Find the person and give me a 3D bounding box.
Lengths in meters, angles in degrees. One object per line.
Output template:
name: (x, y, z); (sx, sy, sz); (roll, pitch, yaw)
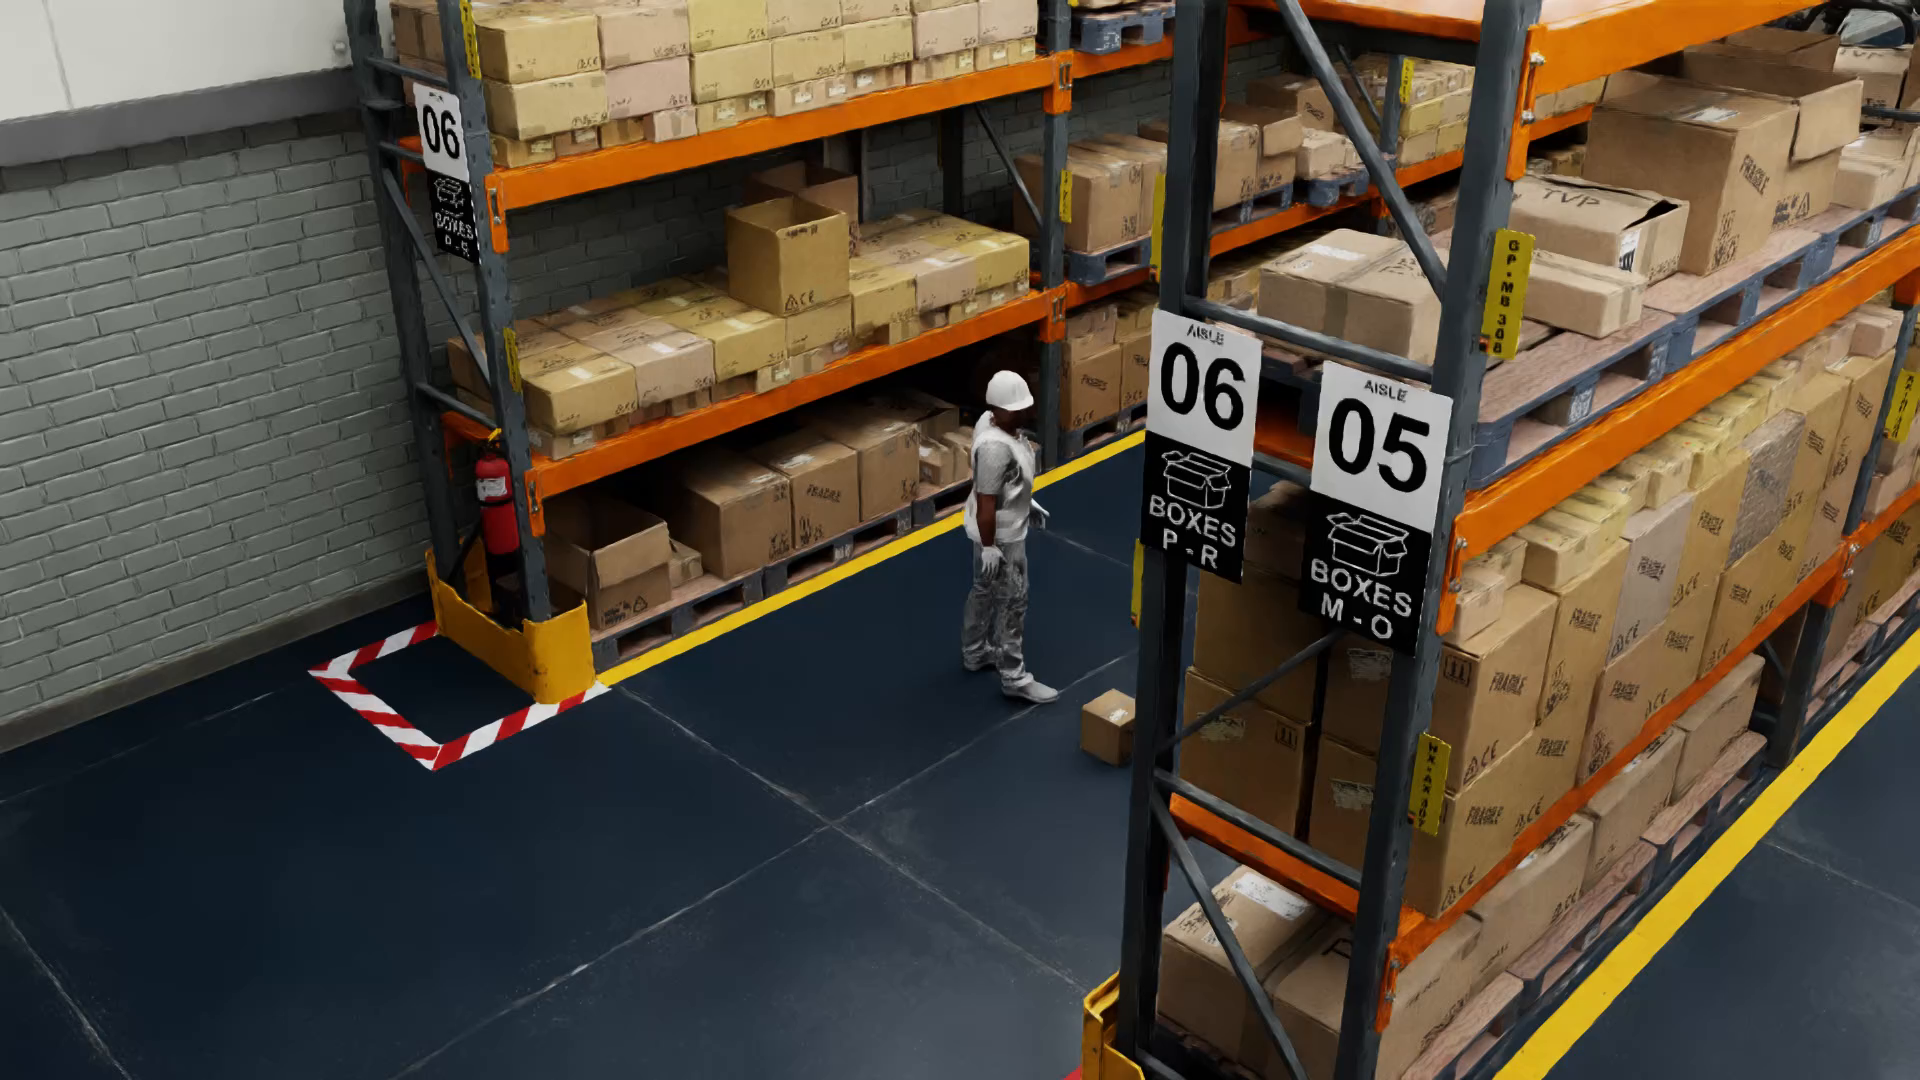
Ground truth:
person: (0.261, -0.053, 8.653); (0.505, 1.796, 0.586); (-2, 28, -3)
